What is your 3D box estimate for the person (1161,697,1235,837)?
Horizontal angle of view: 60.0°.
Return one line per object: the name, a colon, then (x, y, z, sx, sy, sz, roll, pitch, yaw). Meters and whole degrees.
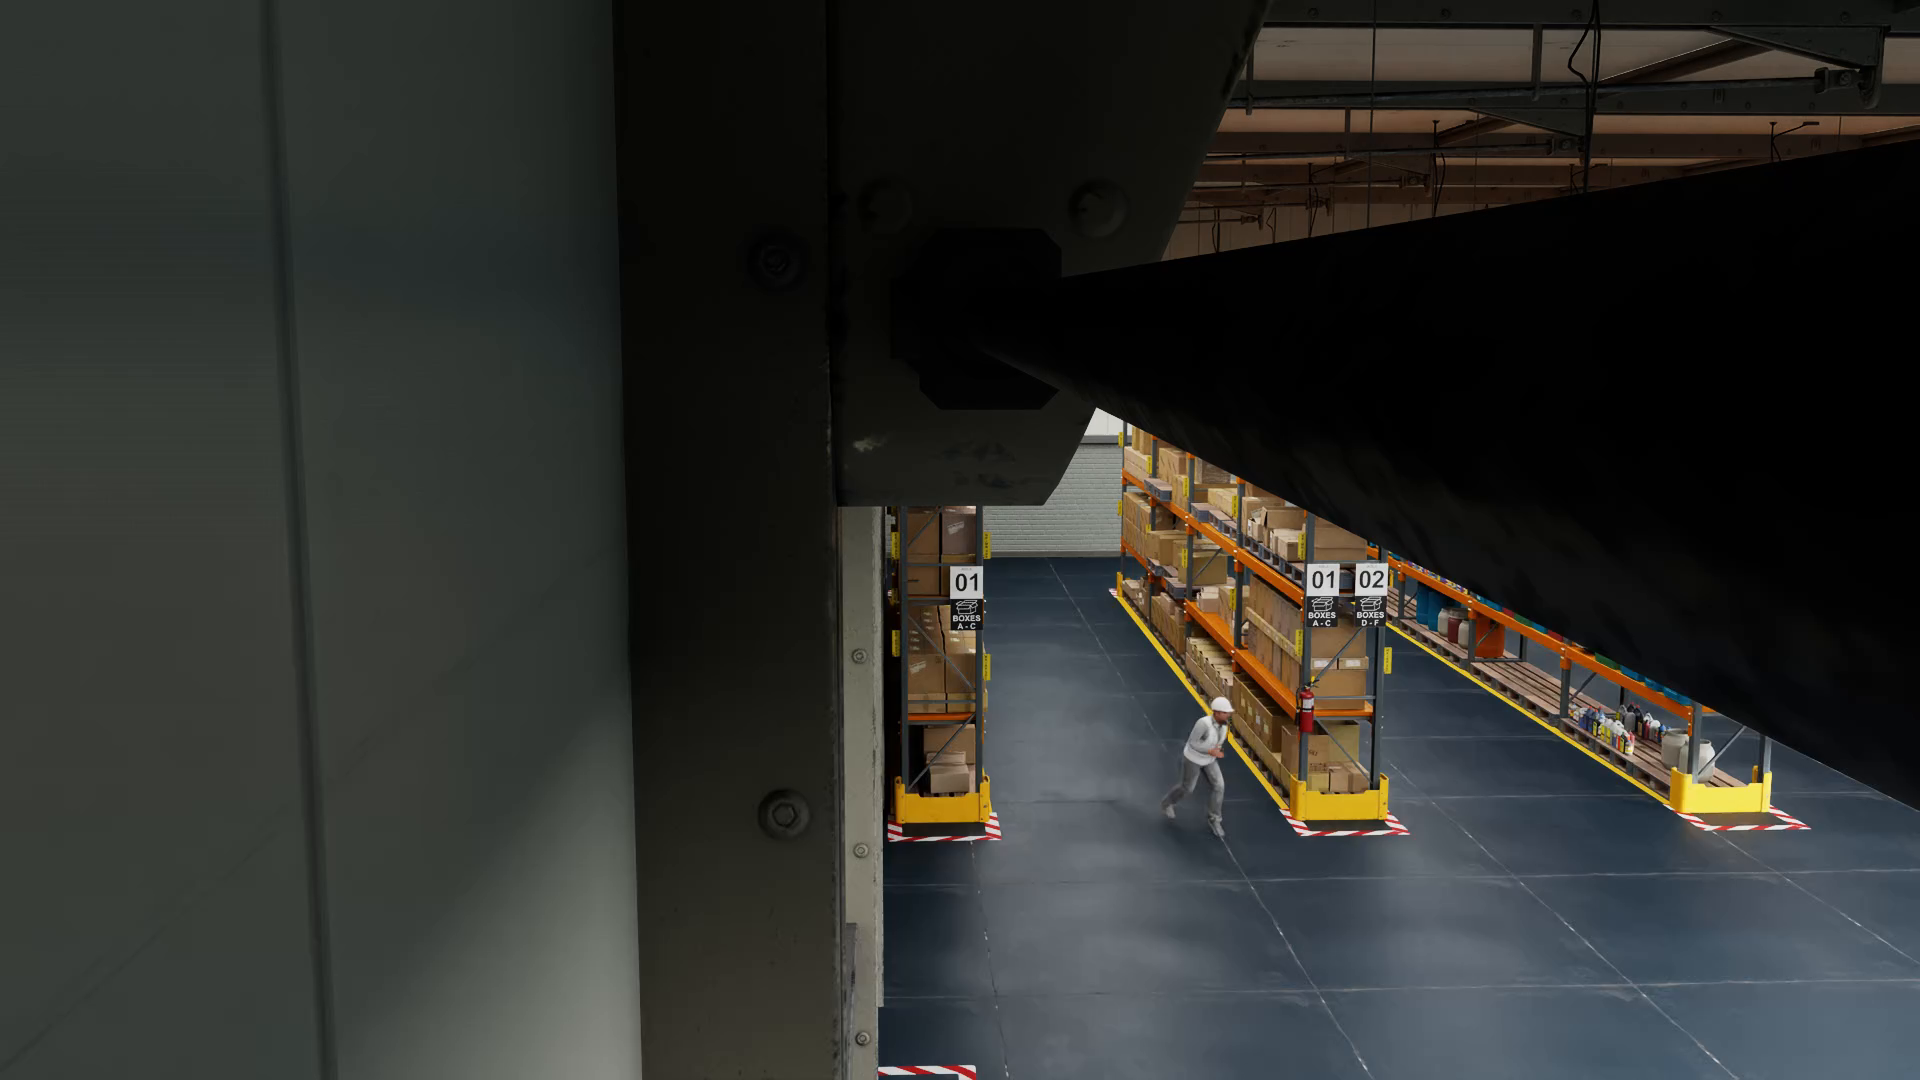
person: (2.890, 2.696, 20.200, 0.701, 1.734, 1.043, -8, 11, -44)
